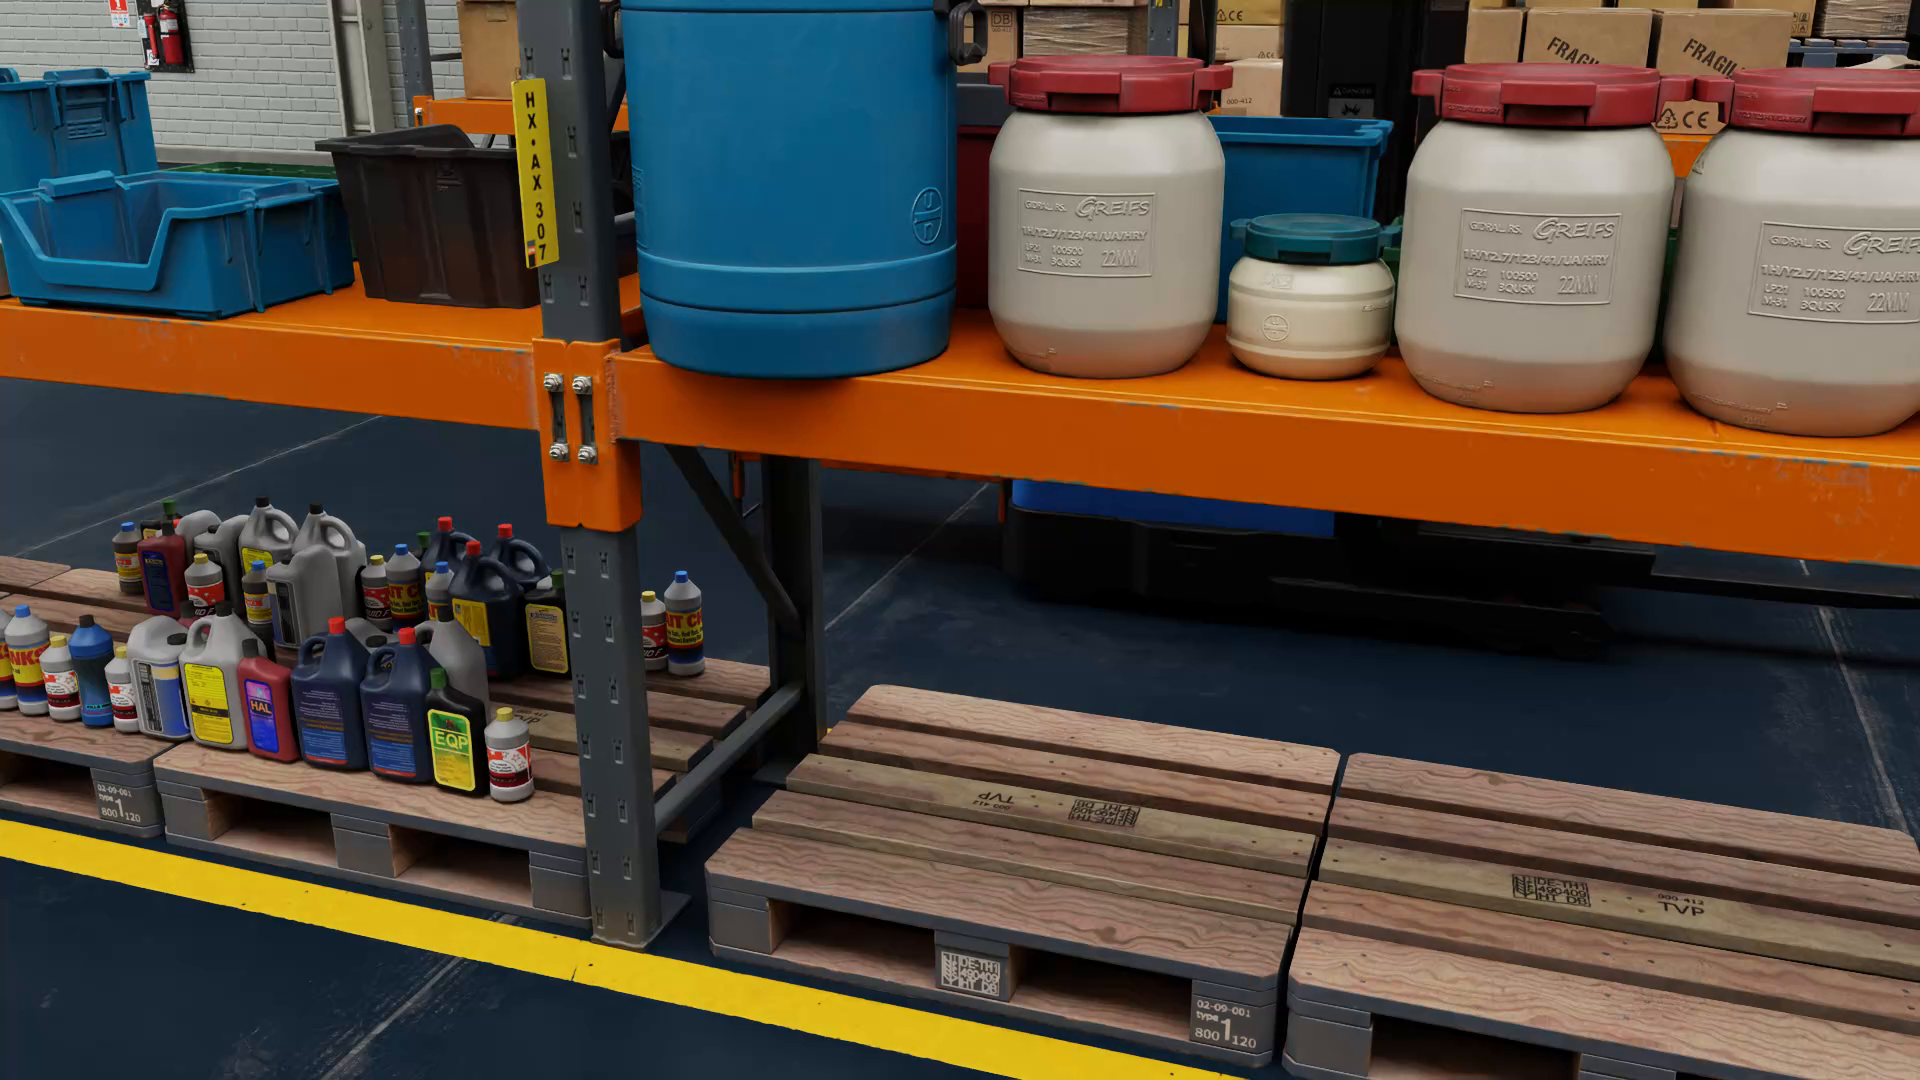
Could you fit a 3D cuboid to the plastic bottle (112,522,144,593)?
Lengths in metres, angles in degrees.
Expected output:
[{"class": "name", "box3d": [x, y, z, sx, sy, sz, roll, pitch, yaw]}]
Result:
[{"class": "plastic bottle", "box3d": [-2.470, 0.048, 4.966, 0.097, 0.201, 0.097, 0, 19, 0]}]

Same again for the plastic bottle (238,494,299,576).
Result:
[{"class": "plastic bottle", "box3d": [-1.952, 0.044, 4.748, 0.185, 0.351, 0.144, 7, 21, 20]}]

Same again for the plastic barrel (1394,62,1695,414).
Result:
[{"class": "plastic barrel", "box3d": [0.955, -0.510, 2.774, 0.433, 0.535, 0.433, 0, 19, 0]}]

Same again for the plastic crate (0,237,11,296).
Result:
[{"class": "plastic crate", "box3d": [-2.187, -0.668, 3.837, 0.437, 0.136, 0.530, 7, 20, 18]}]

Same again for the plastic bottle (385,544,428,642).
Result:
[{"class": "plastic bottle", "box3d": [-1.526, 0.144, 4.584, 0.097, 0.271, 0.097, 0, 19, 0]}]

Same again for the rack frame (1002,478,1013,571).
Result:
[{"class": "rack frame", "box3d": [0.232, -0.502, 5.807, 0.032, 1.125, 0.500, 5, 20, 15]}]

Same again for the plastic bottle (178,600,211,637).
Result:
[{"class": "plastic bottle", "box3d": [-1.877, 0.291, 4.142, 0.133, 0.283, 0.061, 7, 20, 18]}]

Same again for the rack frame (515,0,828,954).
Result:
[{"class": "rack frame", "box3d": [-0.570, -0.696, 3.516, 0.127, 3.000, 1.000, 7, 20, 18]}]

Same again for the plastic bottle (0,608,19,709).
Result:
[{"class": "plastic bottle", "box3d": [-2.414, 0.282, 4.186, 0.097, 0.271, 0.097, 0, 19, 0]}]

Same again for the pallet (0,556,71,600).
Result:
[{"class": "pallet", "box3d": [-3.496, 0.272, 4.976, 1.213, 0.211, 1.003, 7, 20, 18]}]

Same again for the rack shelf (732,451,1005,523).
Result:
[{"class": "rack shelf", "box3d": [-0.257, -0.317, 6.020, 1.000, 0.278, 0.538, 5, 20, 15]}]

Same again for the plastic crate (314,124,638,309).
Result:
[{"class": "plastic crate", "box3d": [-1.023, -0.763, 3.802, 0.504, 0.338, 0.767, 7, 20, 18]}]

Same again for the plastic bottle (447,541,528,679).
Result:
[{"class": "plastic bottle", "box3d": [-1.244, 0.176, 4.371, 0.185, 0.351, 0.144, 7, 20, 18]}]

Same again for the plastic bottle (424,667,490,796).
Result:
[{"class": "plastic bottle", "box3d": [-1.133, 0.429, 3.746, 0.133, 0.283, 0.061, 8, 21, 21]}]

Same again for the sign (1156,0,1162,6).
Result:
[{"class": "sign", "box3d": [0.878, -2.509, 7.282, 0.005, 0.325, 0.100, 7, 20, 18]}]

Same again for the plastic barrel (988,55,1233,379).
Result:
[{"class": "plastic barrel", "box3d": [0.262, -0.589, 3.002, 0.433, 0.535, 0.433, 0, 19, 0]}]

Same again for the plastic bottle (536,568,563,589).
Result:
[{"class": "plastic bottle", "box3d": [-1.042, 0.185, 4.458, 0.135, 0.276, 0.152, 7, 21, 20]}]

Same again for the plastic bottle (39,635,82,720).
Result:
[{"class": "plastic bottle", "box3d": [-2.226, 0.337, 4.136, 0.097, 0.201, 0.097, 0, 19, 0]}]

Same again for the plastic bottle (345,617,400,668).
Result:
[{"class": "plastic bottle", "box3d": [-1.429, 0.333, 4.034, 0.135, 0.276, 0.152, 7, 20, 18]}]

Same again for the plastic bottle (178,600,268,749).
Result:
[{"class": "plastic bottle", "box3d": [-1.759, 0.311, 3.982, 0.185, 0.351, 0.144, 6, 20, 18]}]

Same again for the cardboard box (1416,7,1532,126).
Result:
[{"class": "cardboard box", "box3d": [2.277, -2.138, 7.501, 0.500, 0.500, 0.500, 8, 21, 22]}]

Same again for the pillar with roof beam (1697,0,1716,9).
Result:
[{"class": "pillar with roof beam", "box3d": [4.103, -5.248, 7.460, 0.400, 9.000, 9.100, 7, 20, 18]}]

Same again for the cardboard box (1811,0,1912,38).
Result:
[{"class": "cardboard box", "box3d": [6.012, -3.647, 11.161, 0.500, 0.500, 0.700, 4, 20, 12]}]

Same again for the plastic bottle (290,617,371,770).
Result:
[{"class": "plastic bottle", "box3d": [-1.454, 0.346, 3.882, 0.185, 0.351, 0.144, 5, 20, 15]}]

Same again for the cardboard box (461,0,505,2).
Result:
[{"class": "cardboard box", "box3d": [-2.419, -2.912, 8.736, 0.250, 0.149, 0.380, 6, 20, 18]}]

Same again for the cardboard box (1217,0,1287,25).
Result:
[{"class": "cardboard box", "box3d": [2.133, -4.024, 12.122, 0.500, 0.500, 0.500, 6, 20, 18]}]

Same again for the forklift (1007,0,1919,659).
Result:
[{"class": "forklift", "box3d": [1.734, -1.219, 5.121, 3.031, 2.935, 1.130, 5, 20, 15]}]

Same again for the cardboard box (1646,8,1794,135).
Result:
[{"class": "cardboard box", "box3d": [3.247, -2.027, 7.183, 0.500, 0.500, 0.500, 5, 20, 15]}]

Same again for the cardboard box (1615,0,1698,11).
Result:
[{"class": "cardboard box", "box3d": [4.828, -3.775, 11.528, 0.500, 0.500, 0.700, 7, 20, 18]}]

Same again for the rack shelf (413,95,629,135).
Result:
[{"class": "rack shelf", "box3d": [-0.830, -2.112, 8.671, 4.000, 0.370, 1.077, 7, 20, 18]}]

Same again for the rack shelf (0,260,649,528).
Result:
[{"class": "rack shelf", "box3d": [-2.459, -0.572, 4.254, 4.000, 0.370, 1.077, 7, 20, 18]}]

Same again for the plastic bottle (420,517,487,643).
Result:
[{"class": "plastic bottle", "box3d": [-1.375, 0.110, 4.558, 0.185, 0.351, 0.144, 6, 20, 16]}]

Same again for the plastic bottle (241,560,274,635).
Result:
[{"class": "plastic bottle", "box3d": [-1.950, 0.157, 4.651, 0.097, 0.201, 0.097, 0, 19, 0]}]

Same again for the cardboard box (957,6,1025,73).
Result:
[{"class": "cardboard box", "box3d": [0.138, -2.384, 8.206, 0.500, 0.500, 0.700, 6, 20, 17]}]

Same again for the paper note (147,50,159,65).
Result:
[{"class": "paper note", "box3d": [-8.286, -4.953, 17.068, 0.142, 0.148, 0.016, 7, 20, 18]}]

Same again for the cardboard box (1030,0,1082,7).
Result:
[{"class": "cardboard box", "box3d": [0.499, -2.579, 7.782, 0.250, 0.149, 0.380, 6, 20, 17]}]

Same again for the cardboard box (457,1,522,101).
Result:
[{"class": "cardboard box", "box3d": [-2.283, -2.661, 9.000, 0.500, 0.500, 0.700, 7, 20, 18]}]

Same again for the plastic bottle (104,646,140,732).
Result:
[{"class": "plastic bottle", "box3d": [-2.032, 0.359, 4.072, 0.097, 0.201, 0.097, 0, 19, 0]}]

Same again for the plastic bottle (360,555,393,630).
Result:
[{"class": "plastic bottle", "box3d": [-1.634, 0.143, 4.692, 0.097, 0.201, 0.097, 0, 19, 0]}]

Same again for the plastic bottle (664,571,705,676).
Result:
[{"class": "plastic bottle", "box3d": [-0.727, 0.214, 4.383, 0.097, 0.271, 0.097, 0, 19, 0]}]

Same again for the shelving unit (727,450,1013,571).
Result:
[{"class": "shelving unit", "box3d": [-0.257, -0.548, 5.940, 1.048, 1.125, 0.538, 5, 20, 15]}]

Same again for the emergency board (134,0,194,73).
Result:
[{"class": "emergency board", "box3d": [-8.142, -5.329, 16.806, 0.643, 1.169, 0.194, 7, 20, 18]}]

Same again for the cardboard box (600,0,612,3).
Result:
[{"class": "cardboard box", "box3d": [-1.696, -2.829, 8.498, 0.250, 0.149, 0.380, 6, 20, 17]}]

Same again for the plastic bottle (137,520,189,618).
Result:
[{"class": "plastic bottle", "box3d": [-2.275, 0.078, 4.755, 0.133, 0.283, 0.061, 7, 20, 18]}]

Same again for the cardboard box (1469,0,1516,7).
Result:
[{"class": "cardboard box", "box3d": [3.676, -3.903, 11.896, 0.500, 0.500, 0.700, 9, 21, 24]}]

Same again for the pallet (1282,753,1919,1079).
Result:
[{"class": "pallet", "box3d": [1.341, 0.825, 3.390, 1.213, 0.211, 1.003, 7, 20, 18]}]

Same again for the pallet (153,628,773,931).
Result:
[{"class": "pallet", "box3d": [-1.191, 0.535, 4.220, 1.213, 0.211, 1.003, 7, 20, 18]}]

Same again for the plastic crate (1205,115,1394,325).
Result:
[{"class": "plastic crate", "box3d": [0.574, -0.666, 3.454, 0.575, 0.384, 0.392, 7, 20, 18]}]

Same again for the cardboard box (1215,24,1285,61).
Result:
[{"class": "cardboard box", "box3d": [2.134, -3.672, 12.251, 0.500, 0.250, 0.500, 7, 20, 18]}]

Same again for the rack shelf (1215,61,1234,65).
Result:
[{"class": "rack shelf", "box3d": [0.792, -3.653, 13.091, 4.000, 0.370, 1.077, 7, 20, 18]}]

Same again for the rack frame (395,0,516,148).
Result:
[{"class": "rack frame", "box3d": [-2.719, -2.668, 9.173, 0.127, 3.000, 1.000, 7, 20, 18]}]

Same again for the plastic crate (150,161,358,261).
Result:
[{"class": "plastic crate", "box3d": [-1.760, -0.830, 4.223, 0.662, 0.188, 0.450, 7, 20, 18]}]

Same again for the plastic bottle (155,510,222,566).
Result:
[{"class": "plastic bottle", "box3d": [-2.241, 0.048, 4.851, 0.135, 0.276, 0.152, 7, 20, 18]}]
